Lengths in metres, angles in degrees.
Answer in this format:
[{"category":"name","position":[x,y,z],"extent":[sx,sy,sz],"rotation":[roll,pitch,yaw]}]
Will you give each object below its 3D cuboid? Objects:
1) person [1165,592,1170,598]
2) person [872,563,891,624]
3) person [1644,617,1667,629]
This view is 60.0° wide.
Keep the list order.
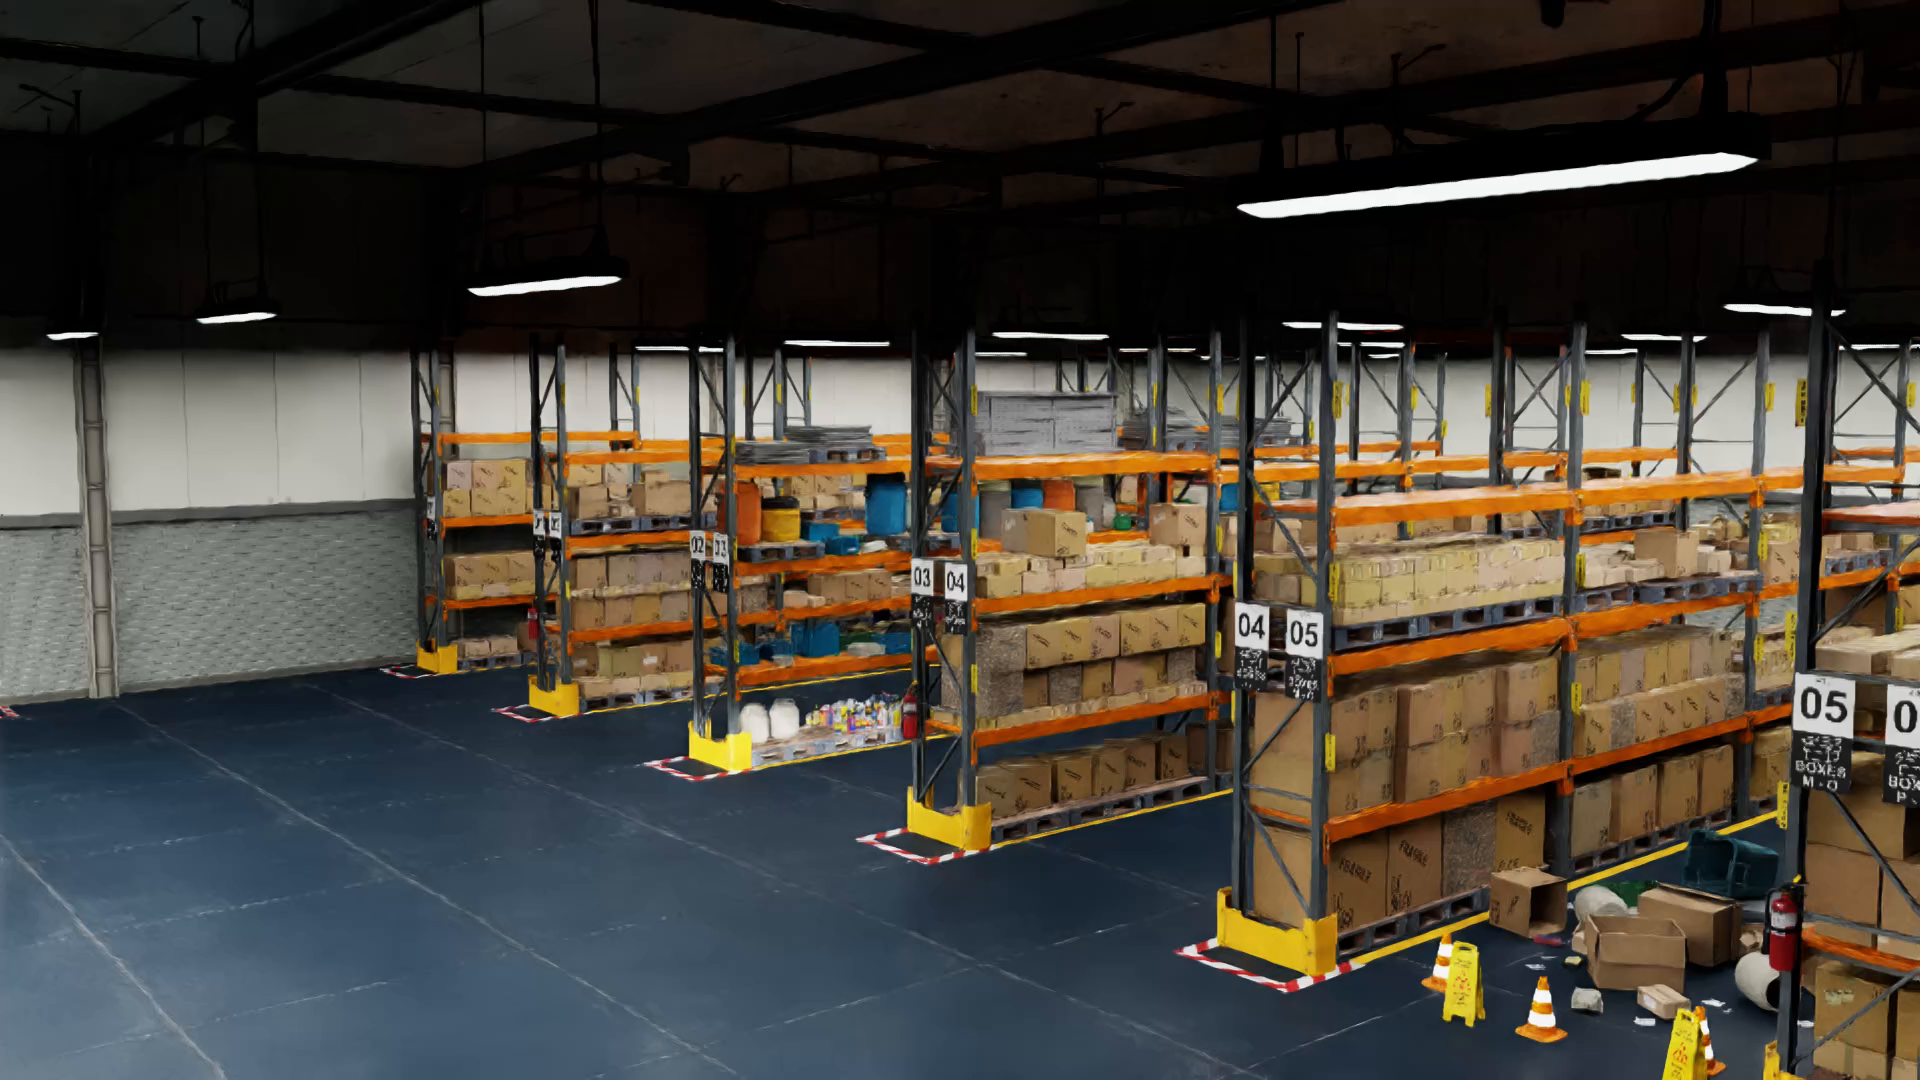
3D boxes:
[{"category":"person","position":[3.911,1.238,33.239],"extent":[1.126,1.675,0.542],"rotation":[-4,7,-37]},{"category":"person","position":[-1.535,1.272,33.104],"extent":[0.427,1.653,0.528],"rotation":[2,6,20]},{"category":"person","position":[10.998,1.923,26.124],"extent":[0.534,1.674,0.677],"rotation":[-5,7,-42]}]
